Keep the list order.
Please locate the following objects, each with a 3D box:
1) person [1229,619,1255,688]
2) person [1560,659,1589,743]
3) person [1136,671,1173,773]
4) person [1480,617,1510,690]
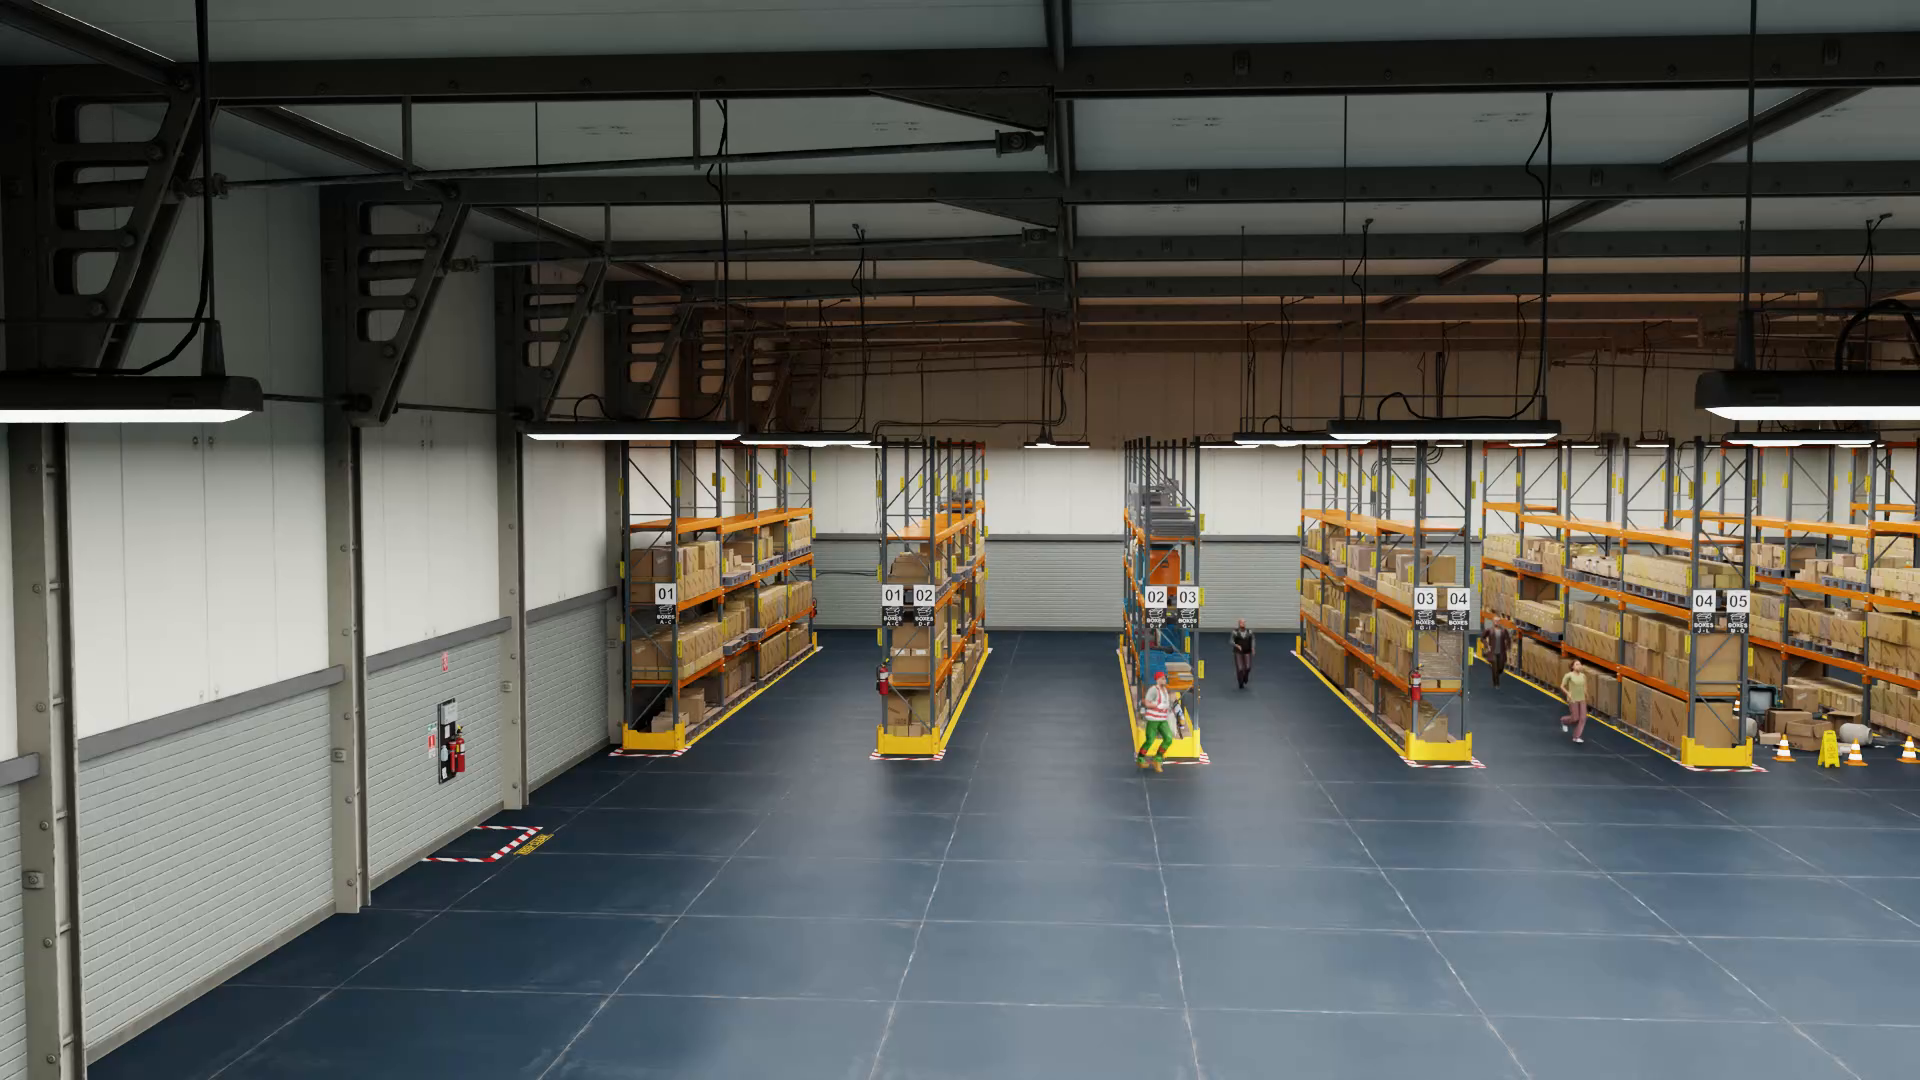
[{"bbox_3d":[6.826,2.741,40.099,0.655,1.680,0.571,0,3,1],"label":"person"},{"bbox_3d":[12.136,3.157,32.778,0.580,1.629,0.686,-1,3,-10],"label":"person"},{"bbox_3d":[3.557,3.254,29.763,0.653,1.819,0.722,-3,4,-41],"label":"person"},{"bbox_3d":[12.921,2.719,40.122,0.712,1.746,0.738,0,3,6],"label":"person"}]
